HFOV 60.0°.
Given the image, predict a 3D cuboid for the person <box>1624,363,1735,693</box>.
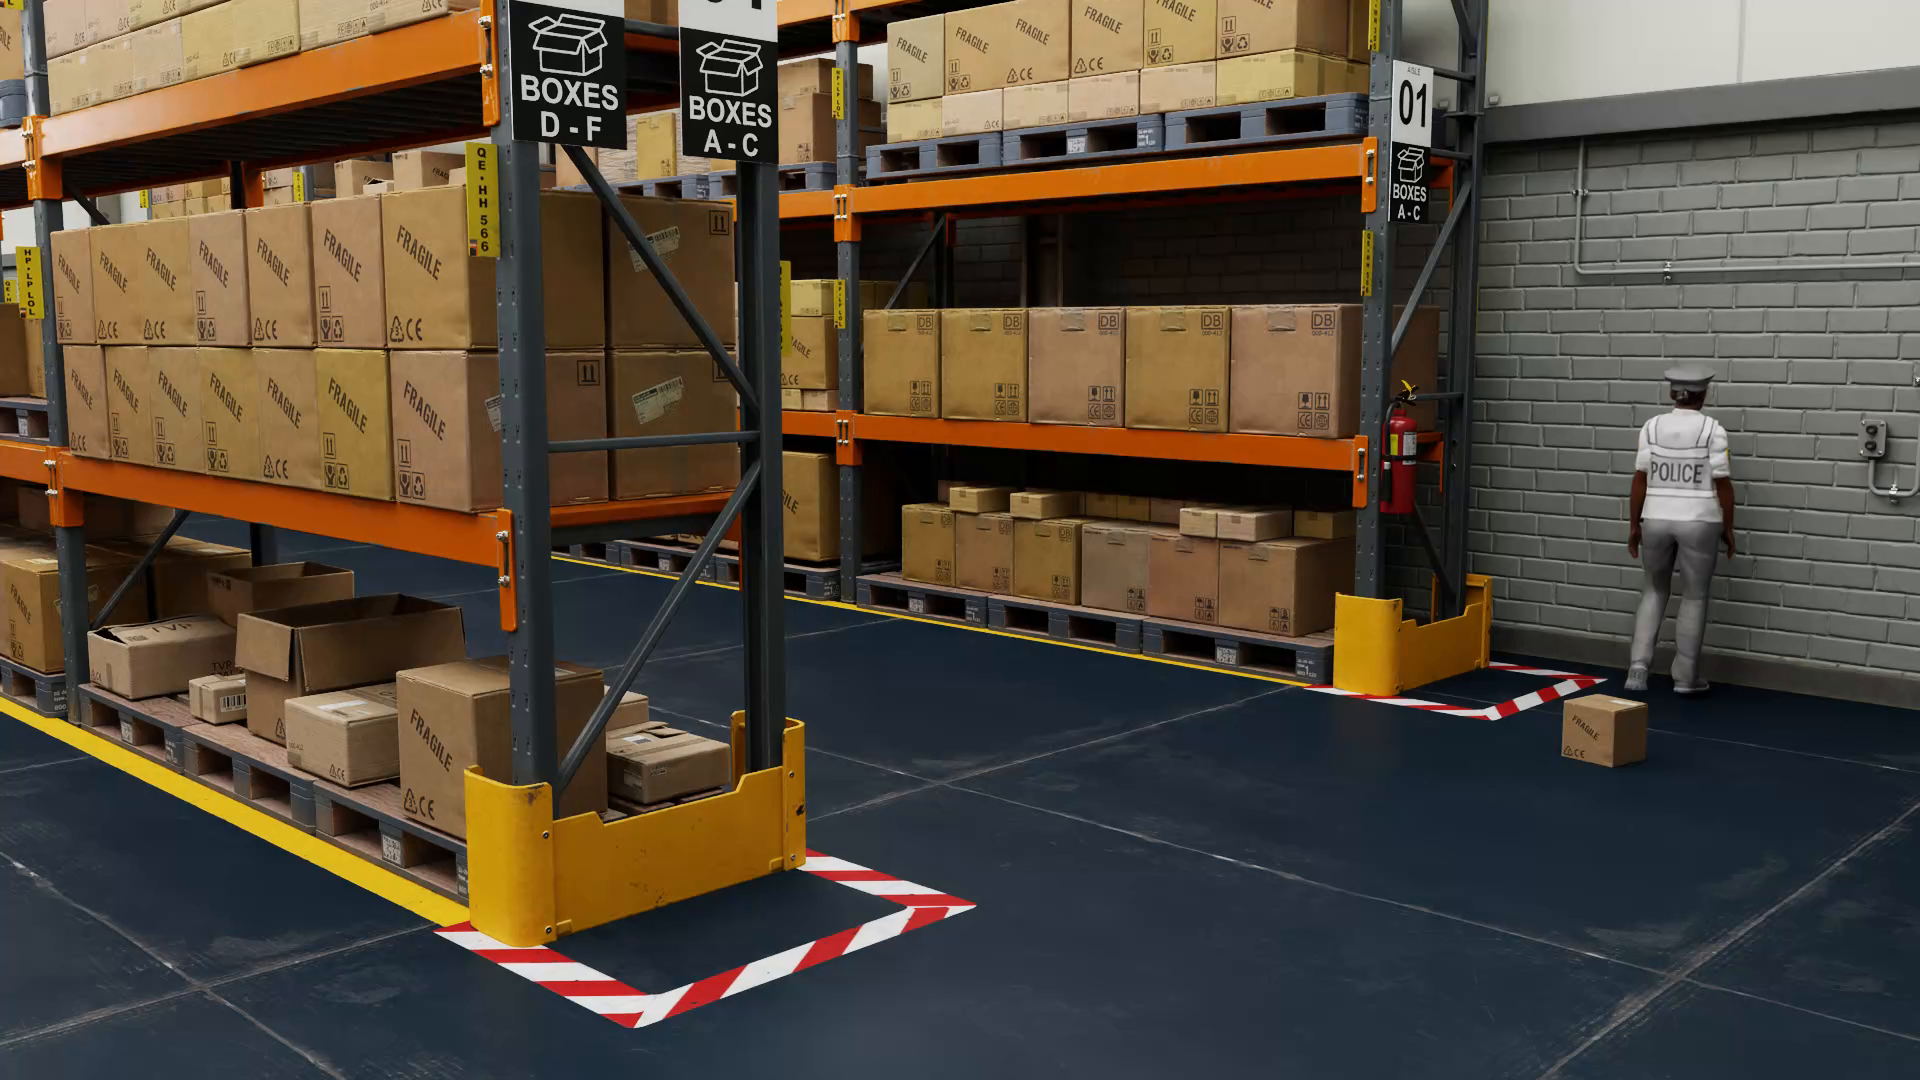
[{"bbox_3d":[3.677,-0.016,8.485,0.485,1.762,0.374,6,10,42],"label":"person"}]
